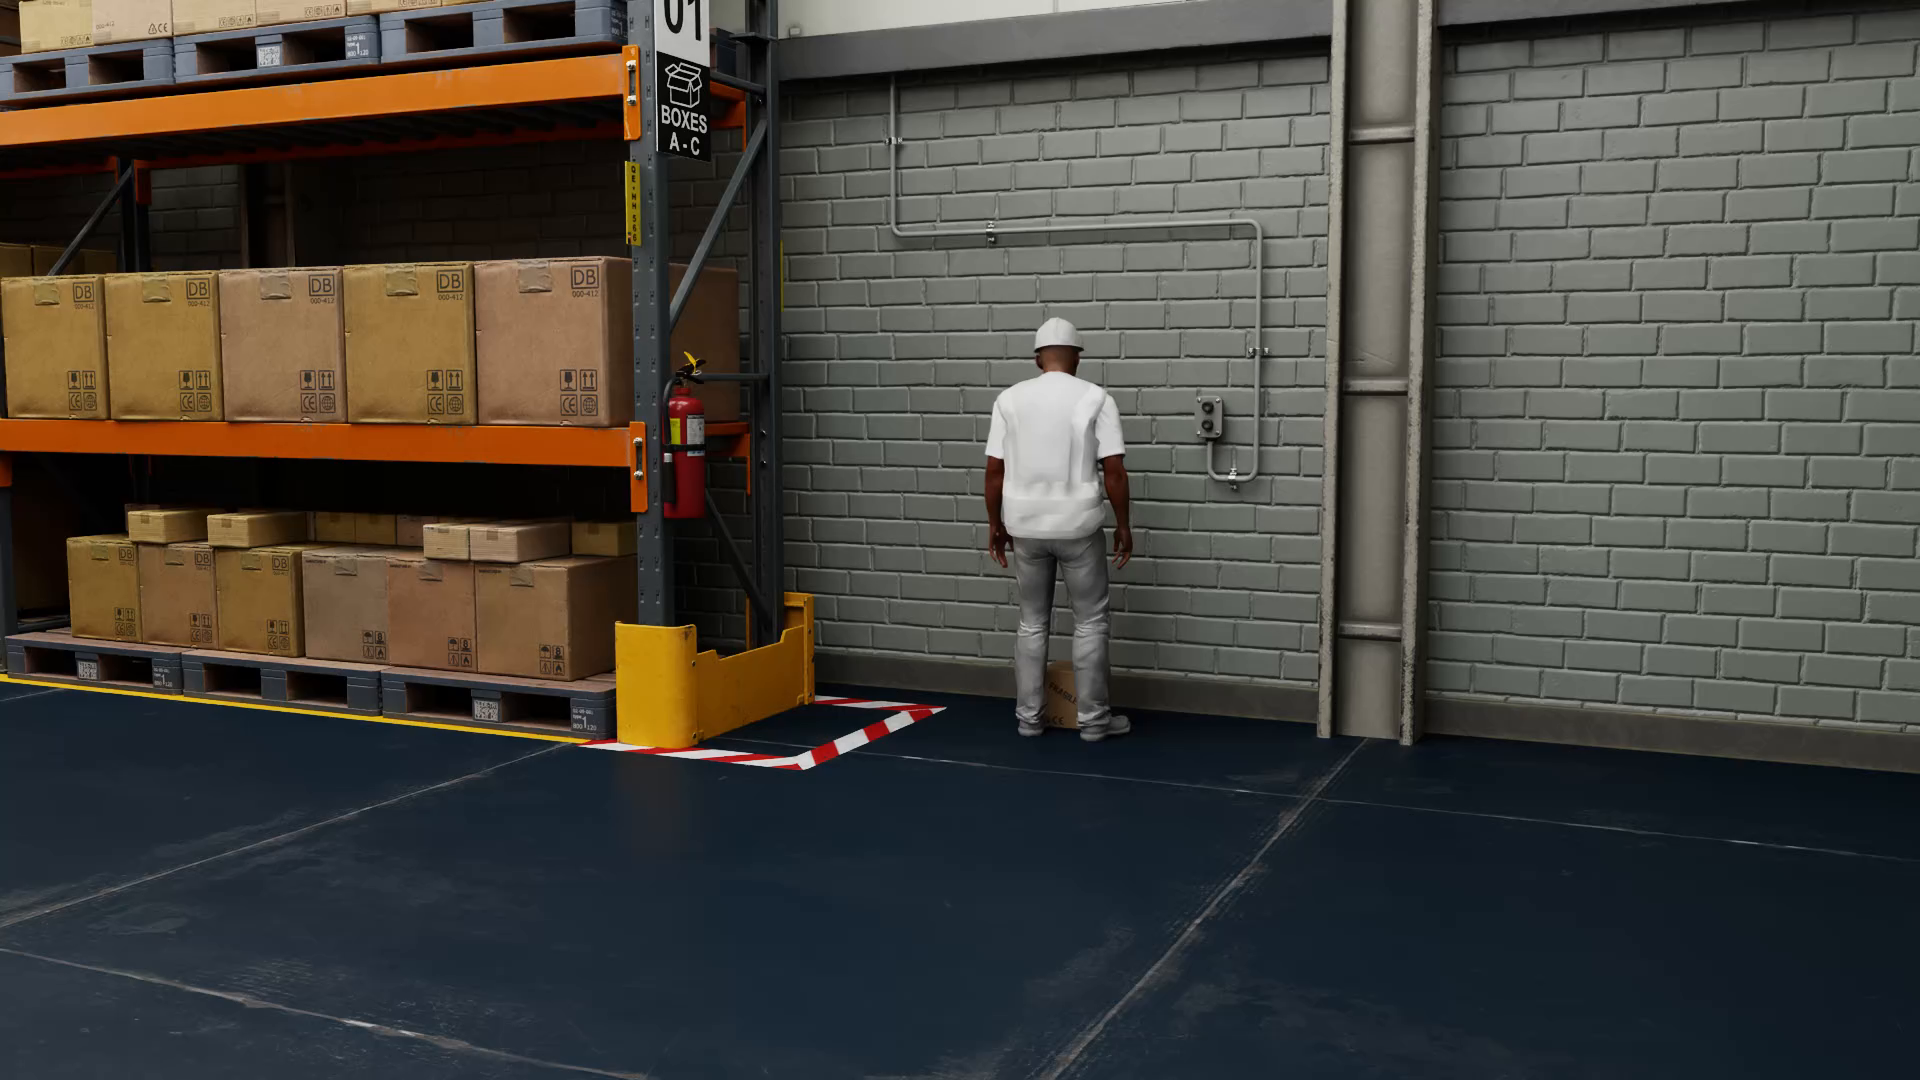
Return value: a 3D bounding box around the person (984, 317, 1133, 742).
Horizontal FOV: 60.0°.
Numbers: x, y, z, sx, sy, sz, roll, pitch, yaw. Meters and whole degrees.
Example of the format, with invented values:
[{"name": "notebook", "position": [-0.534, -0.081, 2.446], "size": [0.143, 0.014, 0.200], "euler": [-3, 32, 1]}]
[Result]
[{"name": "person", "position": [0.417, -0.052, 6.995], "size": [0.629, 1.759, 0.460], "euler": [2, 6, 20]}]
